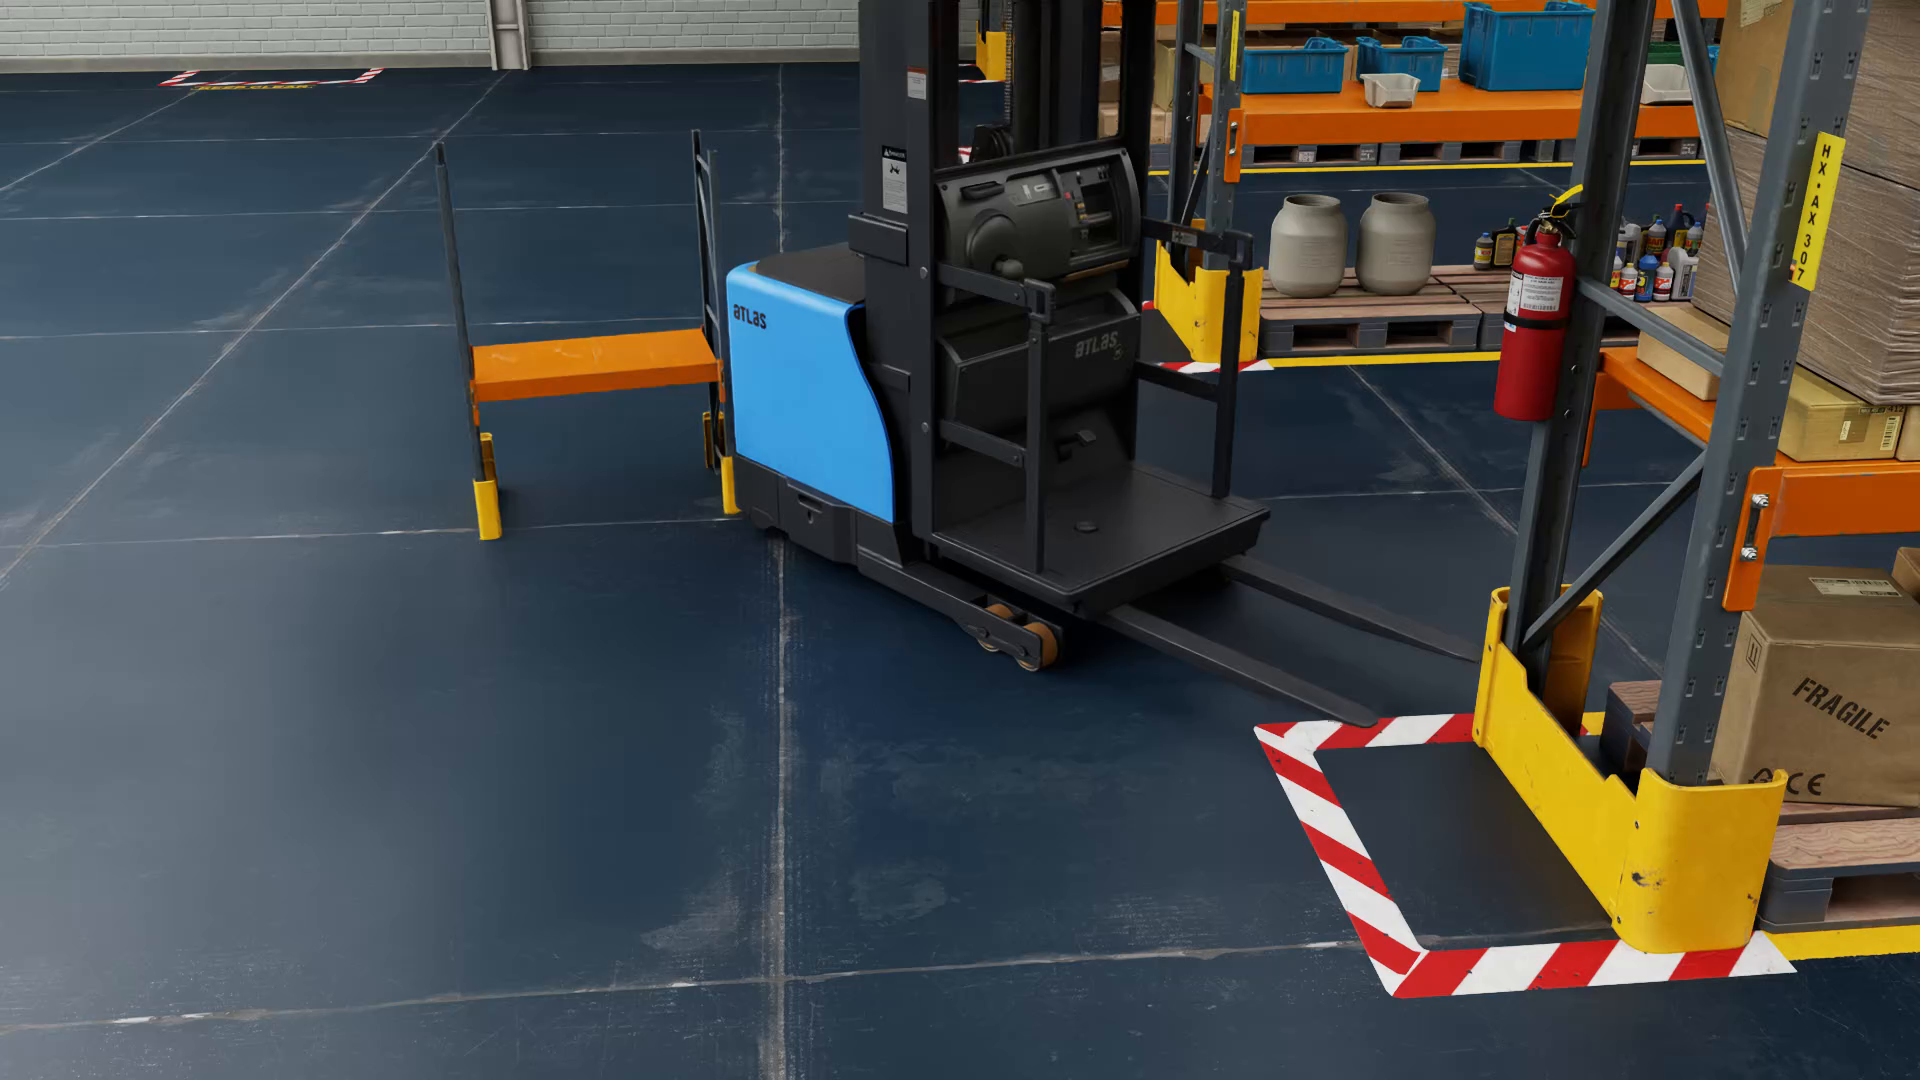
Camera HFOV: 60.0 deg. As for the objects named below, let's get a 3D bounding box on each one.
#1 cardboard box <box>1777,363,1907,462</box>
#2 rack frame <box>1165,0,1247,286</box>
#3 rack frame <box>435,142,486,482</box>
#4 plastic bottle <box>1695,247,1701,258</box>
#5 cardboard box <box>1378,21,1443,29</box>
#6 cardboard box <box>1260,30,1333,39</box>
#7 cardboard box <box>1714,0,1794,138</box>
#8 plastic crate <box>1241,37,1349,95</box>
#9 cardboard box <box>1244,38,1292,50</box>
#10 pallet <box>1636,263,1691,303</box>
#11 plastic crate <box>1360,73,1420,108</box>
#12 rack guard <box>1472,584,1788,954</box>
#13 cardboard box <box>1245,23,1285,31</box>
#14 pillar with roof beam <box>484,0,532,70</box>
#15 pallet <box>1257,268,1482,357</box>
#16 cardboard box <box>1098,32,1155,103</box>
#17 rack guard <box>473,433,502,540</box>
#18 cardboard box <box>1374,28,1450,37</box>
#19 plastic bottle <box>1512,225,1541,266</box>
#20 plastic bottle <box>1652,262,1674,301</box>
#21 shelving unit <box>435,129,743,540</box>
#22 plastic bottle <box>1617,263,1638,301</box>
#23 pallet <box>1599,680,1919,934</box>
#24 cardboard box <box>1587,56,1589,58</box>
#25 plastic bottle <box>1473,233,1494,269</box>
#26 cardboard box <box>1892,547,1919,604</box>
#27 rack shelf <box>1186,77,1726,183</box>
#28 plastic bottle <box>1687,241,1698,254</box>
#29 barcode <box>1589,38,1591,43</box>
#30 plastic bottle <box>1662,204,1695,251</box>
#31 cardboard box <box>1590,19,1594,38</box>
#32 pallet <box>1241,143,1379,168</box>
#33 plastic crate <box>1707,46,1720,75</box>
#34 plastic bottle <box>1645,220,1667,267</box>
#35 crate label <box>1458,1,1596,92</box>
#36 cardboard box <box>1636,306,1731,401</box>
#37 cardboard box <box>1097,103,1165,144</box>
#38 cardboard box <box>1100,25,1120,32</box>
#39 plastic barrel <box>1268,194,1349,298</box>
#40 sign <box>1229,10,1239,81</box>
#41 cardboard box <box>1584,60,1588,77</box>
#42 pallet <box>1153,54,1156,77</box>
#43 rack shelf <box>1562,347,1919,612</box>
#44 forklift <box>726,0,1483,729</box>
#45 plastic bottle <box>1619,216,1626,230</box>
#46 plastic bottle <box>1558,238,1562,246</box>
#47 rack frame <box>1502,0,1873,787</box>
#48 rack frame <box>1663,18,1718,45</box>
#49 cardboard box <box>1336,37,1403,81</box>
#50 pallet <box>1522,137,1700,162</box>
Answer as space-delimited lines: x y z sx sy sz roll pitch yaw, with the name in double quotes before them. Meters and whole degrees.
"cardboard box" 2.096 -0.331 4.112 0.250 0.149 0.380 -2 24 -5
"rack frame" 1.303 -2.533 8.756 0.127 3.000 1.000 -2 24 -5
"rack frame" -2.003 -0.801 6.705 0.032 1.500 0.500 -7 25 -15
"plastic bottle" 4.158 -1.521 9.198 0.185 0.351 0.144 -2 24 -5
"cardboard box" 5.040 -5.792 18.624 0.500 0.500 0.700 -1 24 -3
"cardboard box" 2.815 -4.021 14.048 0.500 0.500 0.500 -2 24 -5
"cardboard box" 2.312 -1.292 4.242 0.500 0.500 0.500 -2 24 -5
"plastic crate" 1.771 -2.606 9.104 0.616 0.251 0.499 -2 24 -5
"cardboard box" 2.369 -3.791 13.531 0.500 0.500 0.500 -2 24 -5
"pallet" 4.611 -1.409 9.659 1.213 0.211 1.003 -2 24 -5
"plastic crate" 2.225 -2.318 8.598 0.250 0.136 0.298 -2 24 -5
"rack guard" 1.865 0.608 4.767 0.348 0.500 1.175 -2 24 -5
"cardboard box" 3.280 -5.698 18.413 0.500 0.500 0.500 -4 24 -9
"pillar with roof beam" -4.607 -7.677 12.943 0.400 9.000 9.100 -2 24 -5
"pallet" 2.183 -1.311 9.440 1.213 0.211 1.003 -2 24 -5
"cardboard box" 1.324 -3.955 13.901 0.500 0.500 0.500 -2 24 -5
"rack guard" -1.984 -0.232 6.964 0.087 0.250 0.587 -7 25 -15
"cardboard box" 3.811 -4.058 14.132 0.500 0.500 0.500 -2 24 -5
"plastic bottle" 3.341 -1.739 9.781 0.135 0.276 0.152 -2 24 -5
"plastic bottle" 3.881 -1.432 9.182 0.097 0.201 0.097 0 24 0
"shelving unit" -1.506 -0.859 6.837 1.083 1.500 0.587 -7 25 -15
"plastic bottle" 3.677 -1.424 9.163 0.097 0.201 0.097 0 24 0
"pallet" 2.677 0.722 4.866 1.213 0.211 1.003 -2 24 -5
"cardboard box" 5.692 -4.042 14.329 0.500 0.311 0.500 -2 24 -4
"plastic bottle" 3.087 -1.706 9.799 0.097 0.201 0.097 0 24 0
"cardboard box" 3.004 0.363 4.800 0.500 0.500 0.500 4 24 9
"rack shelf" 3.293 -2.284 9.082 4.000 0.370 1.077 -2 24 -5
"plastic bottle" 4.123 -1.530 9.303 0.133 0.283 0.061 -2 24 -5
"barcode" 5.095 -4.035 13.488 0.075 0.075 0.001 -2 24 -5
"plastic bottle" 4.251 -1.811 9.852 0.185 0.351 0.144 -3 24 -7
"cardboard box" 7.055 -5.892 18.850 0.500 0.500 0.700 -2 24 -5
"pallet" 2.788 -3.356 14.041 1.213 0.211 1.003 -2 24 -5
"plastic crate" 4.208 -2.471 8.799 0.616 0.251 0.499 -2 24 -5
"plastic bottle" 4.109 -1.754 9.821 0.097 0.271 0.097 0 24 0
"crate label" 3.108 -2.732 9.160 0.616 0.435 0.502 -2 24 -5
"cardboard box" 2.053 -0.511 4.516 0.250 0.149 0.380 -2 24 -5
"cardboard box" 1.375 -3.402 13.580 0.500 0.250 0.500 -2 24 -5
"cardboard box" 1.594 -5.524 18.254 0.500 0.311 0.500 0 24 -1
"plastic barrel" 1.950 -1.645 9.305 0.421 0.512 0.421 0 24 0
"sign" 1.352 -2.437 8.199 0.005 0.325 0.100 -2 24 -5
"cardboard box" 5.236 -3.803 13.790 0.500 0.311 0.500 -2 24 -5
"pallet" 2.428 -5.332 18.486 1.213 0.211 1.003 -2 24 -5
"rack shelf" 3.780 -0.282 4.578 4.000 0.370 1.077 -2 24 -5
"forklift" 0.434 -1.122 5.665 1.130 2.935 3.031 -21 31 -38
"plastic bottle" 3.828 -1.794 9.814 0.185 0.351 0.144 -2 24 -6
"plastic bottle" 3.509 -1.661 9.697 0.097 0.201 0.097 0 24 0
"rack frame" 1.789 -0.531 4.252 0.127 3.000 1.000 -2 24 -5
"rack frame" 8.290 -6.857 18.484 0.127 3.000 1.000 -2 24 -5
"cardboard box" 3.364 -3.830 13.618 0.500 0.500 0.500 -2 24 -5
"pallet" 5.529 -3.466 14.288 1.213 0.211 1.003 -2 24 -5
